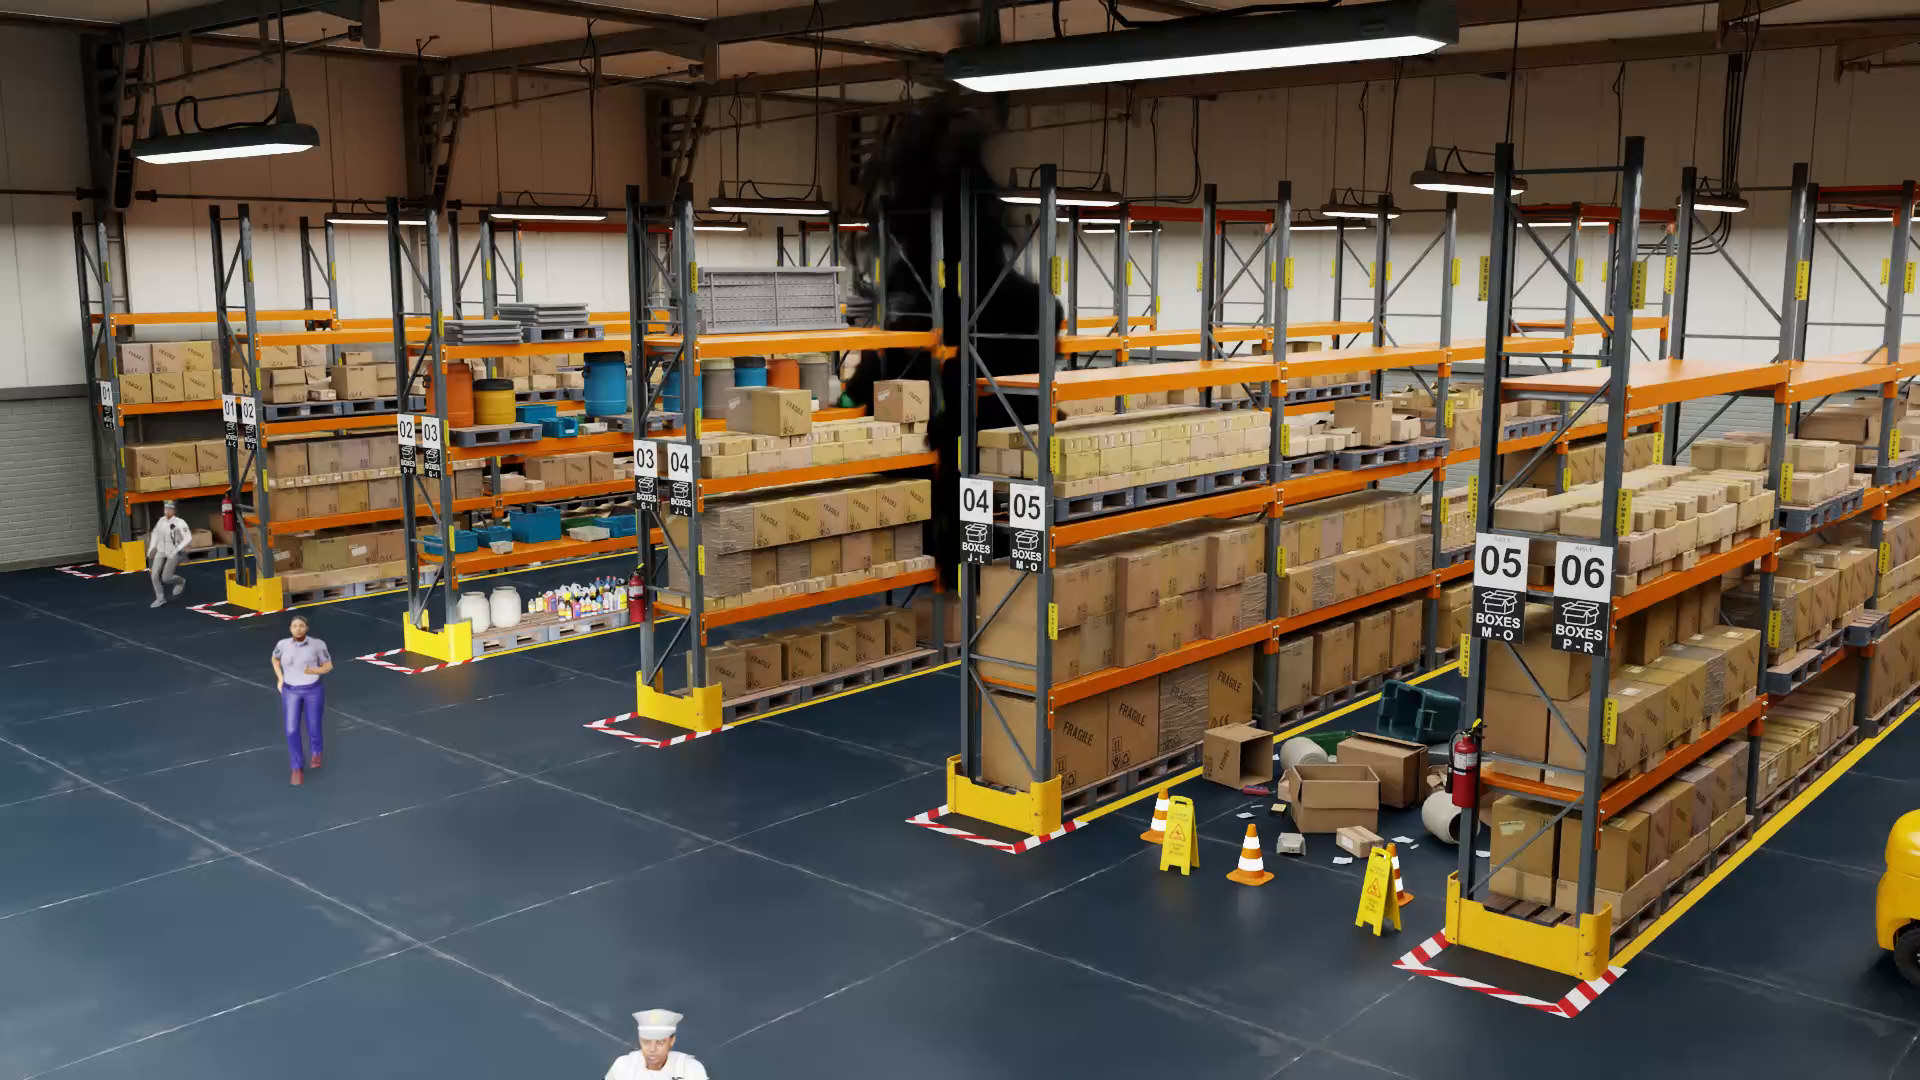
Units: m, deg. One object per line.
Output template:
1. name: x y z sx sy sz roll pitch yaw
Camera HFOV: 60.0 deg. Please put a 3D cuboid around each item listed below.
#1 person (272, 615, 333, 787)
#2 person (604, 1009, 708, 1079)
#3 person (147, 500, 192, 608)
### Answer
1. person: -6.626 1.597 16.796 0.587 1.692 0.729 -3 10 -17
2. person: -1.450 3.041 8.017 0.578 1.688 0.636 -1 10 -8
3. person: -12.006 0.191 25.304 0.657 1.646 0.544 2 10 11
